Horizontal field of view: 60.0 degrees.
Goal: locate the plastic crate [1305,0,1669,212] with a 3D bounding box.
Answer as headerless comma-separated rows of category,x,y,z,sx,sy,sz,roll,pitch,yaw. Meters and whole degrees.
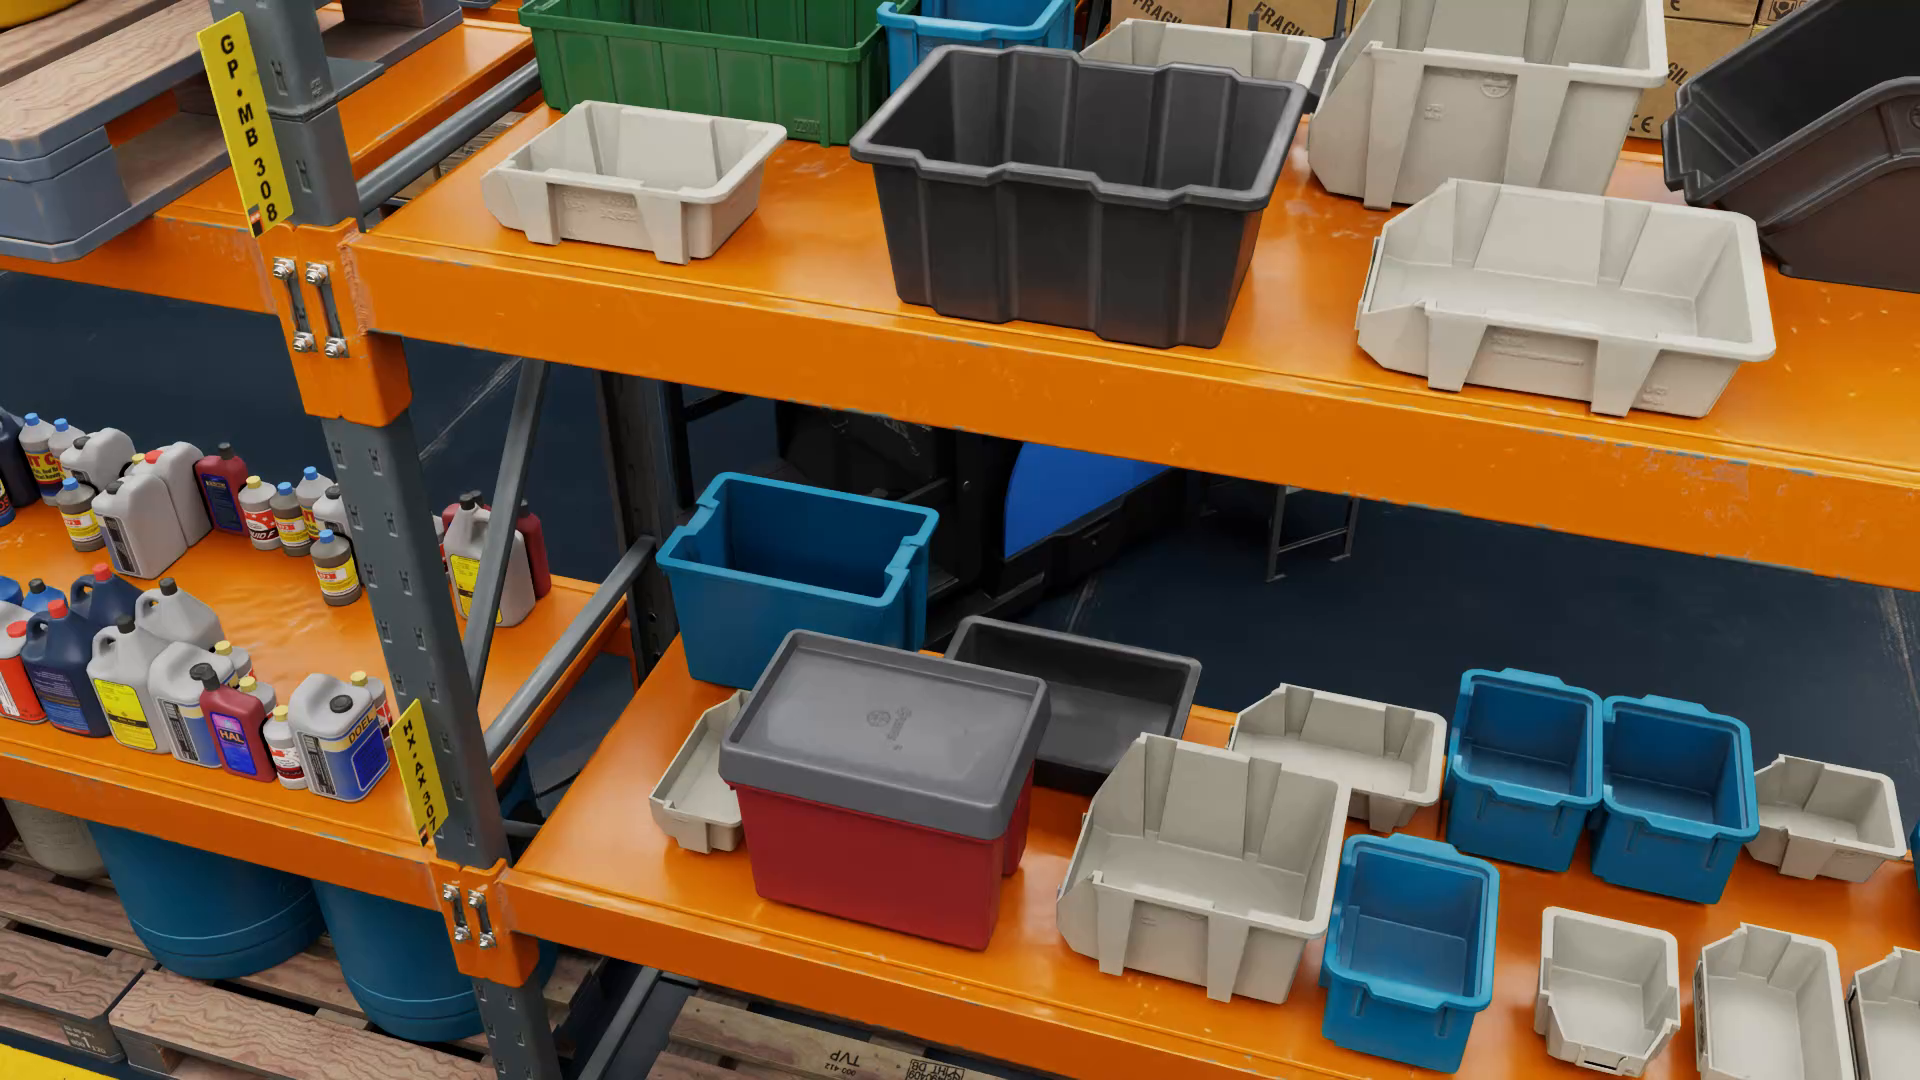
plastic crate,0.874,-0.748,2.805,0.530,0.282,0.437,10,38,14

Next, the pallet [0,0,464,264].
pallet,-1.698,-0.943,3.130,1.003,0.211,1.213,10,38,14

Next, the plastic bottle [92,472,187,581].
plastic bottle,-2.178,-0.053,4.396,0.135,0.276,0.152,10,38,14

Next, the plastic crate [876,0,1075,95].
plastic crate,0.044,-0.888,3.037,0.300,0.233,0.416,10,38,14

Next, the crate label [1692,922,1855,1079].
crate label,1.520,0.925,3.135,0.243,0.136,0.396,10,38,14

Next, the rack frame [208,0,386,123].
rack frame,-0.921,-2.144,2.072,0.127,3.000,1.000,10,38,14

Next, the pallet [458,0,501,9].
pallet,-2.590,-3.080,8.565,1.003,0.211,1.213,10,38,14

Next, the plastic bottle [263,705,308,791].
plastic bottle,-1.512,0.460,3.762,0.097,0.201,0.097,0,36,0

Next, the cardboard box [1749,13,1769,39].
cardboard box,3.373,-1.878,6.687,0.500,0.500,0.500,11,38,14

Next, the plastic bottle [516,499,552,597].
plastic bottle,-1.143,0.013,4.301,0.133,0.283,0.061,10,38,14

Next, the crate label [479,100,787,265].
crate label,-0.540,-0.580,2.699,0.466,0.136,0.293,10,38,14

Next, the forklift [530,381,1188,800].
forklift,-0.513,-0.908,5.511,3.031,2.935,1.130,-28,45,-32

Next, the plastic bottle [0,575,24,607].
plastic bottle,-2.332,0.186,4.076,0.097,0.271,0.097,0,36,0

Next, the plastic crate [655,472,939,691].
plastic crate,-0.373,0.144,3.987,0.575,0.384,0.392,10,38,14

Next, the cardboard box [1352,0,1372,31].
cardboard box,1.932,-2.148,7.053,0.500,0.500,0.500,10,38,14

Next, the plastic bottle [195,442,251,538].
plastic bottle,-1.991,-0.144,4.514,0.133,0.283,0.061,10,38,14

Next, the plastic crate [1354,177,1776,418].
plastic crate,0.851,-0.348,2.384,0.530,0.136,0.437,10,38,14

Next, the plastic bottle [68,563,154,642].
plastic bottle,-2.029,0.200,3.989,0.185,0.351,0.144,10,38,14

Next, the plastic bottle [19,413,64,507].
plastic bottle,-2.549,-0.231,4.642,0.097,0.271,0.097,0,36,0

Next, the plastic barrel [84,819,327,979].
plastic barrel,-2.111,0.717,4.661,0.708,0.901,0.600,10,38,14

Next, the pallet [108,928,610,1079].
pallet,-1.645,1.235,4.894,1.213,0.211,1.003,10,38,14

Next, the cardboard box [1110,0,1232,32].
cardboard box,0.965,-2.326,7.295,0.500,0.500,0.500,11,38,15

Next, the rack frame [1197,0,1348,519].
rack frame,1.164,-0.989,6.322,0.400,2.100,0.015,-16,39,-20

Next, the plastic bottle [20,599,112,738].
plastic bottle,-2.072,0.282,3.878,0.185,0.351,0.144,10,38,14

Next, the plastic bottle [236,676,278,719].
plastic bottle,-1.621,0.402,3.841,0.097,0.201,0.097,0,36,0

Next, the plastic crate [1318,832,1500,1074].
plastic crate,0.861,0.804,3.217,0.300,0.233,0.416,10,38,14

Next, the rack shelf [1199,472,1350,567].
rack shelf,1.270,-0.284,6.568,0.431,0.518,0.480,-16,39,-20

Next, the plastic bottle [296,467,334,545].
plastic bottle,-1.701,-0.074,4.429,0.097,0.271,0.097,0,36,0

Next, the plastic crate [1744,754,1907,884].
plastic crate,1.831,0.608,3.566,0.298,0.136,0.250,10,38,14

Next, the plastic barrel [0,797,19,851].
plastic barrel,-3.189,0.644,5.025,0.708,0.588,0.600,10,38,14

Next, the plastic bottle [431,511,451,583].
plastic bottle,-1.386,0.012,4.371,0.097,0.201,0.097,0,36,0

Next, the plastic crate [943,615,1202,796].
plastic crate,0.228,0.404,3.851,0.590,0.125,0.437,10,38,14

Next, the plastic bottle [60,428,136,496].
plastic bottle,-2.354,-0.180,4.569,0.135,0.276,0.152,10,38,14

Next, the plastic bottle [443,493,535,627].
plastic bottle,-1.199,0.039,4.208,0.185,0.351,0.144,10,38,14

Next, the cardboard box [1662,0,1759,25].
cardboard box,2.892,-2.367,6.507,0.500,0.500,0.500,11,38,15

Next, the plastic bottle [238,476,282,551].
plastic bottle,-1.886,-0.080,4.496,0.097,0.201,0.097,0,36,0

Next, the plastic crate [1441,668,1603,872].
plastic crate,1.217,0.507,3.622,0.300,0.233,0.416,10,38,14

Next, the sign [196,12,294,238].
sign,-1.086,-0.629,2.536,0.005,0.325,0.100,10,38,14

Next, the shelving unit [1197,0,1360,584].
shelving unit,1.269,-0.859,6.145,0.431,2.100,0.503,-16,39,-20

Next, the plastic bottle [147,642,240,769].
plastic bottle,-1.742,0.371,3.821,0.135,0.276,0.152,10,38,14

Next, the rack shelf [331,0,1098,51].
rack shelf,-1.349,-2.594,8.350,4.000,0.370,1.077,10,38,14

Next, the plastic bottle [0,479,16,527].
plastic bottle,-2.685,-0.167,4.555,0.097,0.271,0.097,0,36,0

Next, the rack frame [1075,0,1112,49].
rack frame,0.560,-2.530,7.657,0.127,3.000,1.000,10,38,14

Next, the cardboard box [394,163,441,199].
cardboard box,-2.909,-2.165,8.899,0.500,0.500,0.500,12,38,16

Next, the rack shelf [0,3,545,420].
rack shelf,-2.830,-1.000,3.654,4.000,0.370,1.077,10,38,14

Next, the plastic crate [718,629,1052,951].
plastic crate,-0.143,0.522,3.406,0.583,0.464,0.402,10,38,14

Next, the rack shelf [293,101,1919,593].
rack shelf,0.988,-0.293,2.694,4.000,0.370,1.077,10,38,14
